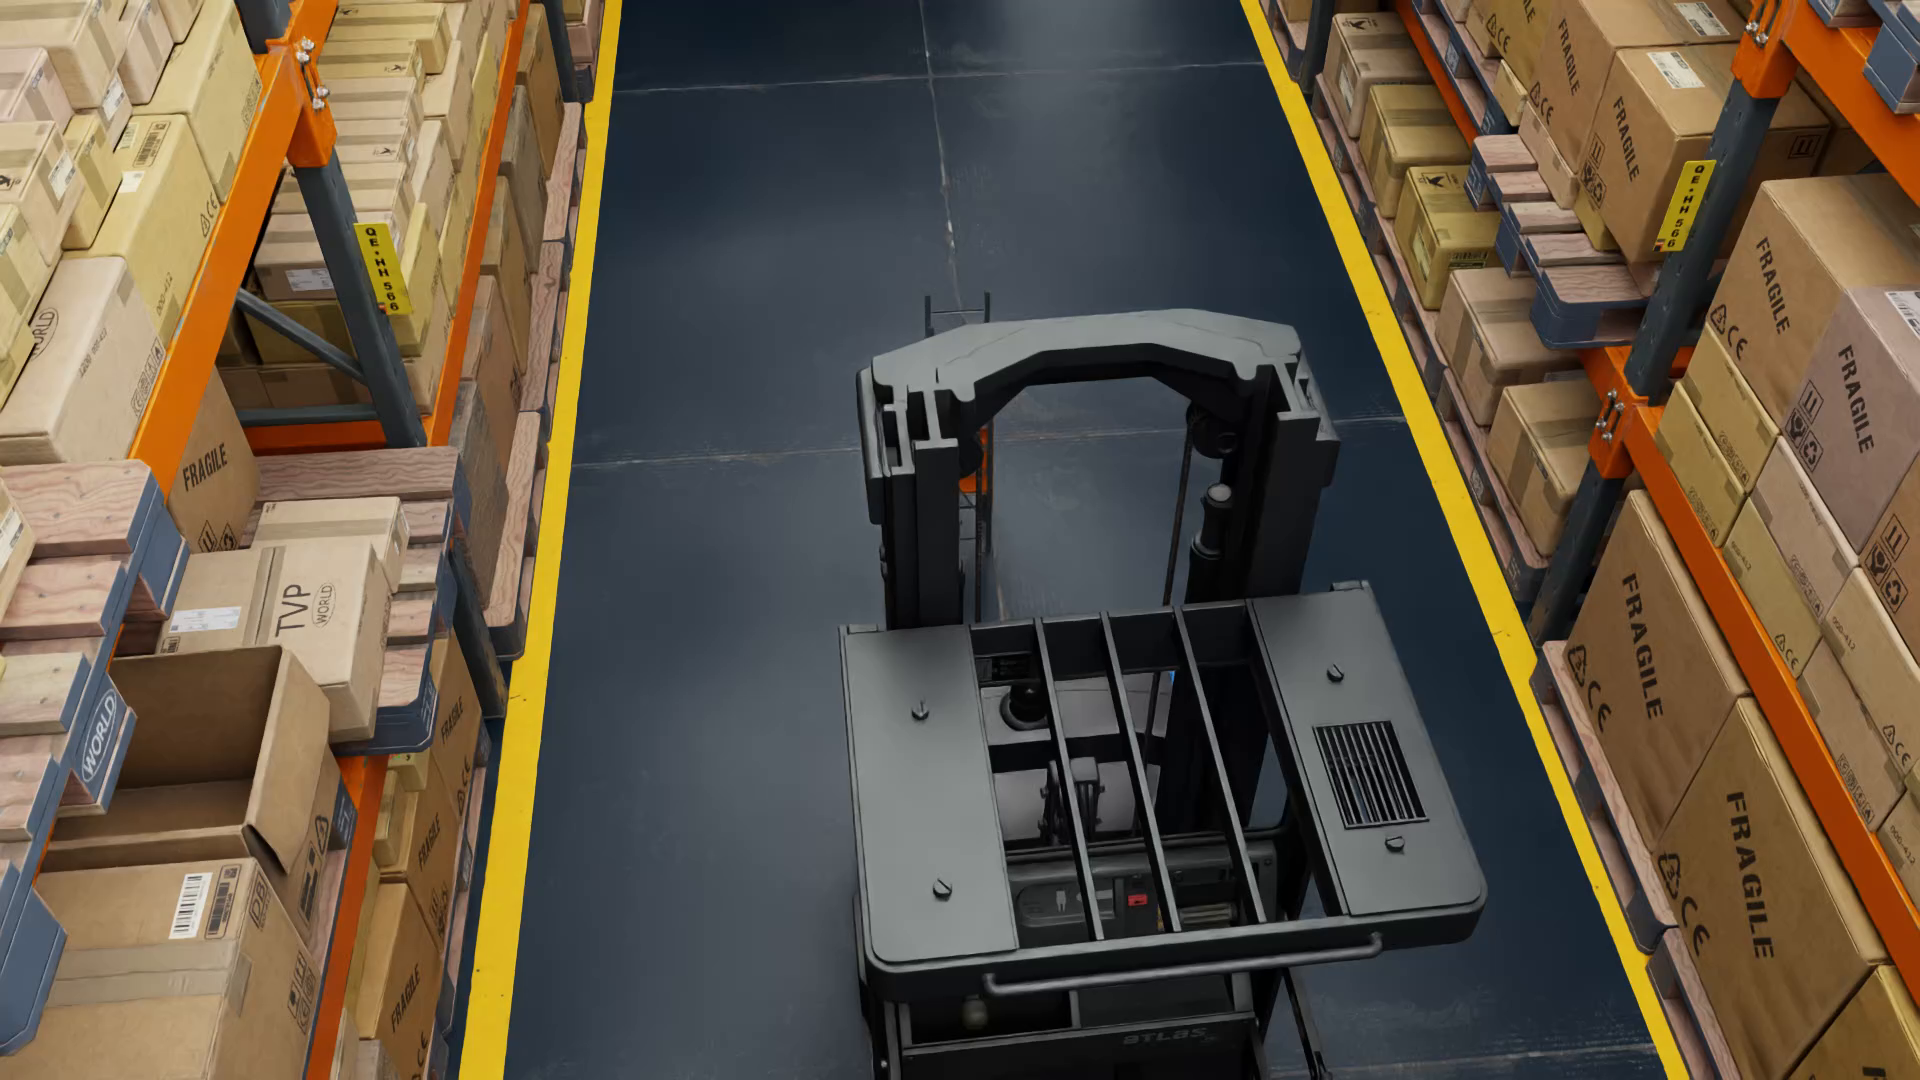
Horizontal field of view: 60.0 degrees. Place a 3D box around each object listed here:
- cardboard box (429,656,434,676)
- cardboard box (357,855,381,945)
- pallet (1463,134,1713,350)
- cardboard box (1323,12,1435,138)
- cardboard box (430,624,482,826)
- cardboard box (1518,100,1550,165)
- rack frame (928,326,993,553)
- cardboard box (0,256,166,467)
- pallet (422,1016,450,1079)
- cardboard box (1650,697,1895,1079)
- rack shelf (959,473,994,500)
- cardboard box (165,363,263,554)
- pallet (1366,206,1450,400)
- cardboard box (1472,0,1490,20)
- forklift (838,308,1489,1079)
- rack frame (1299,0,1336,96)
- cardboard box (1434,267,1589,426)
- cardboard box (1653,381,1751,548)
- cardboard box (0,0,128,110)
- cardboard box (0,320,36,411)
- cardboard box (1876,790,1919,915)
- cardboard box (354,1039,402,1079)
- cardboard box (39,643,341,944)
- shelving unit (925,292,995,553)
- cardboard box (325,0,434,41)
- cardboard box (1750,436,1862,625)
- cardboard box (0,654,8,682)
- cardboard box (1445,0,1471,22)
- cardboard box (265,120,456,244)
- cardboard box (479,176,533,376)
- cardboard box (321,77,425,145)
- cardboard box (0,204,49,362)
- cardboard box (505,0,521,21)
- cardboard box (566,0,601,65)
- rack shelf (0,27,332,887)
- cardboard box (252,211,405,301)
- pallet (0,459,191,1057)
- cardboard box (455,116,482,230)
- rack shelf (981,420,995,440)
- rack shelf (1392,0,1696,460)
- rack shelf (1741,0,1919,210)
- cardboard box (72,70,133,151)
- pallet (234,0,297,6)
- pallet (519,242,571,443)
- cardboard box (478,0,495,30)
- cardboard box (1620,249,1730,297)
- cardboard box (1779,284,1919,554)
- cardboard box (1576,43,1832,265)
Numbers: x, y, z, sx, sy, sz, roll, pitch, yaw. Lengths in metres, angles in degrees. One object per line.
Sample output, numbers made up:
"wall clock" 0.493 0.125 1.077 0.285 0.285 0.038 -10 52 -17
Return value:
"cardboard box" -1.918 0.462 5.369 0.380 0.149 0.250 -6 47 -5
"cardboard box" -1.909 1.044 4.817 0.380 0.149 0.250 -2 47 -2
"pallet" 2.568 -1.120 6.013 1.213 0.211 1.003 -3 47 -3
"cardboard box" 2.446 -2.432 8.645 0.950 0.372 0.625 -3 47 -3
"cardboard box" -1.962 0.636 5.651 0.500 0.500 0.500 -2 47 -2
"cardboard box" 2.299 -1.509 6.134 0.380 0.149 0.250 -5 47 -5
"rack frame" 0.006 -0.357 6.398 0.240 1.200 0.006 -3 47 -3
"cardboard box" -1.842 -0.270 3.114 0.500 0.250 0.500 -3 47 -3
"pallet" -2.088 2.010 4.838 1.003 0.211 1.213 -3 47 -3
"cardboard box" 2.780 1.060 4.991 0.875 0.875 0.875 -3 47 -3
"rack shelf" -0.001 -0.227 6.667 0.258 0.103 0.180 -3 47 -3
"cardboard box" -2.324 -0.169 4.623 0.500 0.500 0.500 -2 47 -1
"pallet" 2.571 -1.164 7.844 1.003 0.211 1.213 -3 47 -3
"cardboard box" 2.277 -2.403 6.534 0.500 0.500 0.500 -5 47 -5
"forklift" 0.331 1.052 3.872 1.130 2.935 3.031 -5 47 -5
"rack frame" 2.399 -3.571 8.202 1.000 3.000 0.127 -3 47 -3
"cardboard box" 2.627 -0.860 7.156 0.950 0.372 0.625 -4 47 -4
"cardboard box" 2.524 -0.256 5.166 0.500 0.250 0.500 -4 47 -4
"cardboard box" -1.899 -0.975 3.302 0.380 0.149 0.250 -5 47 -5
"cardboard box" -1.861 -0.315 2.882 0.380 0.149 0.250 -2 47 -2
"cardboard box" 2.668 0.851 4.118 0.500 0.250 0.500 -3 47 -3
"cardboard box" -1.822 1.751 4.594 0.500 0.500 0.500 -5 47 -5
"cardboard box" -1.891 0.617 3.875 0.797 0.503 0.637 -4 47 -4
"shelving unit" -0.001 -0.423 6.461 0.258 1.200 0.189 -3 47 -3
"cardboard box" -2.182 -1.994 6.193 0.380 0.149 0.250 -3 47 -3
"cardboard box" 2.573 -0.042 4.619 0.500 0.250 0.500 -2 47 -2
"cardboard box" -1.606 0.234 2.348 0.380 0.149 0.250 -2 47 -2
"cardboard box" 2.212 -2.265 6.850 0.380 0.149 0.250 -2 47 -2
"cardboard box" -2.046 -1.191 5.708 0.500 0.250 0.500 -2 47 -2
"cardboard box" -2.369 -1.112 7.220 0.875 0.625 0.625 -5 47 -5
"cardboard box" -2.050 -1.444 5.673 0.380 0.149 0.250 -3 47 -3
"cardboard box" -1.780 -0.422 2.778 0.380 0.149 0.250 -3 47 -3
"cardboard box" -2.196 -2.503 7.294 0.500 0.250 0.500 -4 47 -4
"cardboard box" -2.257 -2.836 9.111 0.500 0.250 0.500 -3 47 -3
"rack shelf" -2.044 0.290 2.975 1.077 0.370 4.000 -3 47 -3
"cardboard box" -1.945 -0.878 5.137 0.380 0.149 0.250 -2 47 -2
"pallet" -1.951 0.328 2.573 1.213 0.211 1.003 -3 47 -3
"cardboard box" -2.093 -1.393 6.243 0.500 0.250 0.500 -5 47 -5
"rack shelf" -0.001 -0.475 6.406 0.258 0.103 0.180 -3 47 -3
"rack shelf" 2.567 -1.877 7.093 1.077 0.370 4.000 -3 47 -3
"rack shelf" 2.902 -0.014 3.263 1.077 0.370 4.000 -3 47 -3
"cardboard box" -1.943 -0.867 3.405 0.380 0.149 0.250 -3 47 -2
"pallet" -2.358 -1.825 4.613 1.213 0.211 1.003 -2 47 -1
"pallet" -2.341 -0.892 7.586 1.003 0.211 1.213 -3 47 -3
"cardboard box" -2.164 -2.305 6.763 0.500 0.250 0.500 -3 47 -3
"cardboard box" 2.472 -0.958 5.611 0.380 0.149 0.250 -2 47 -2
"cardboard box" 2.583 -0.325 4.371 0.500 0.500 0.500 -3 47 -3
"cardboard box" 2.419 -1.270 5.460 0.500 0.500 0.500 -5 47 -4
